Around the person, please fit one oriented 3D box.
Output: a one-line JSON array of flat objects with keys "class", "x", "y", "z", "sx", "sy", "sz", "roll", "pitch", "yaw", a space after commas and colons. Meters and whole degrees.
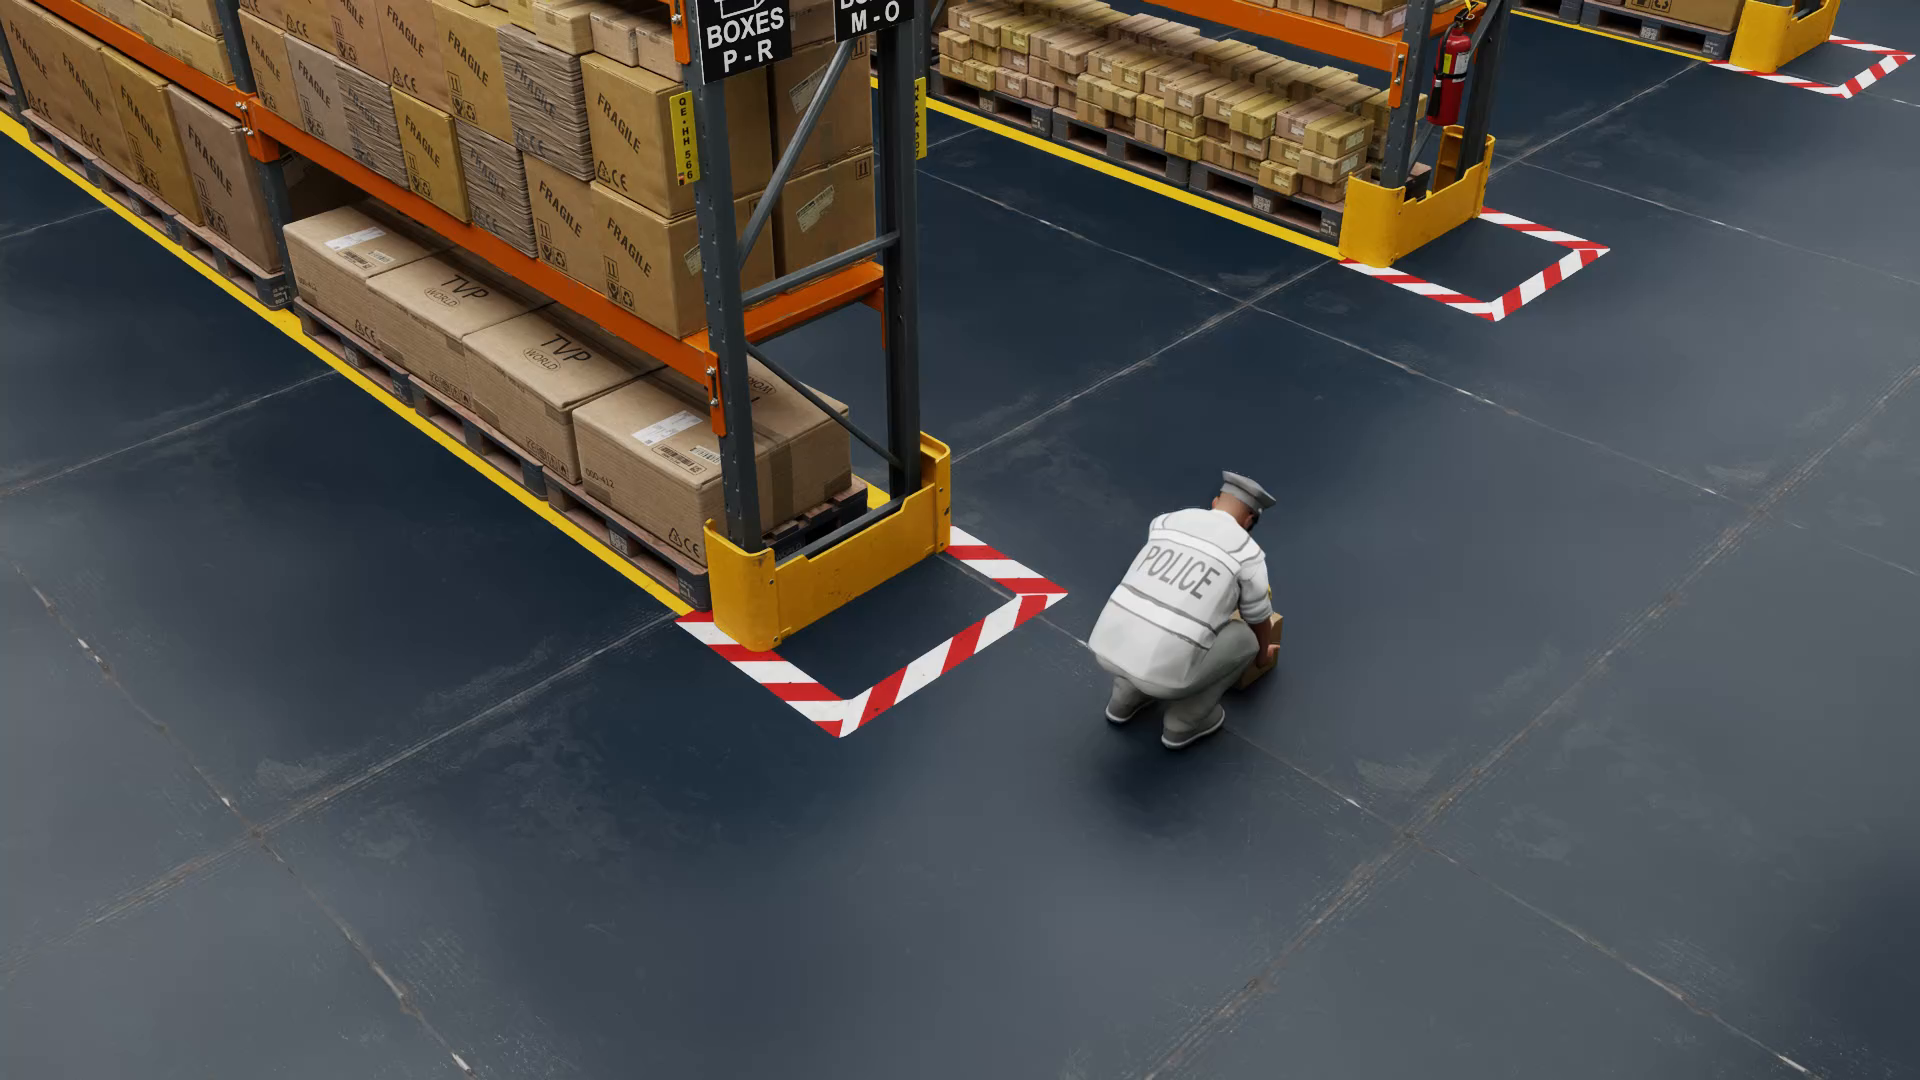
[{"class": "person", "x": 0.896, "y": 0.278, "z": 6.475, "sx": 0.554, "sy": 0.920, "sz": 0.955, "roll": 30, "pitch": 45, "yaw": 35}]
